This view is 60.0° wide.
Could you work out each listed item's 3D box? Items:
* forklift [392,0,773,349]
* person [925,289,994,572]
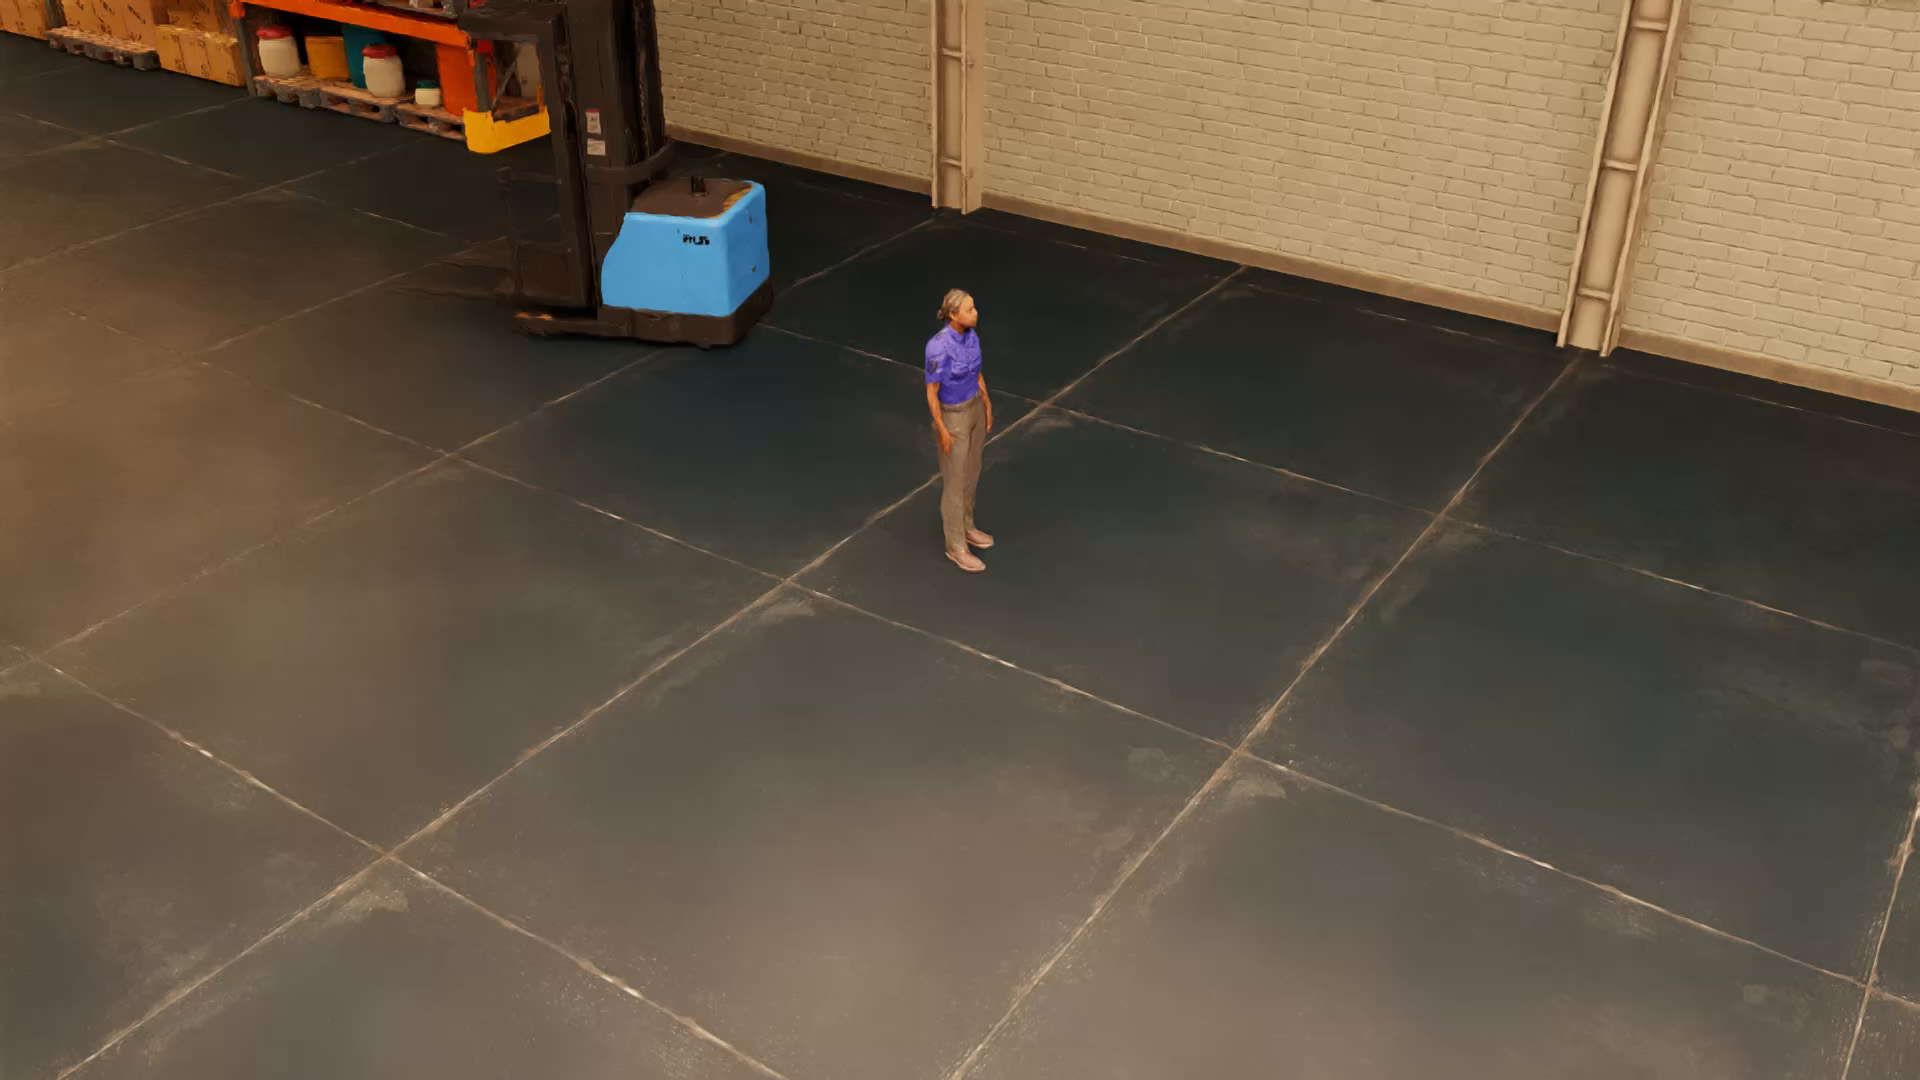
[{"bbox_3d":[-3.120,-3.150,13.006,3.031,2.935,1.130,7,31,12],"label":"forklift"},{"bbox_3d":[0.062,-0.689,10.025,0.503,1.654,0.570,19,35,29],"label":"person"}]
